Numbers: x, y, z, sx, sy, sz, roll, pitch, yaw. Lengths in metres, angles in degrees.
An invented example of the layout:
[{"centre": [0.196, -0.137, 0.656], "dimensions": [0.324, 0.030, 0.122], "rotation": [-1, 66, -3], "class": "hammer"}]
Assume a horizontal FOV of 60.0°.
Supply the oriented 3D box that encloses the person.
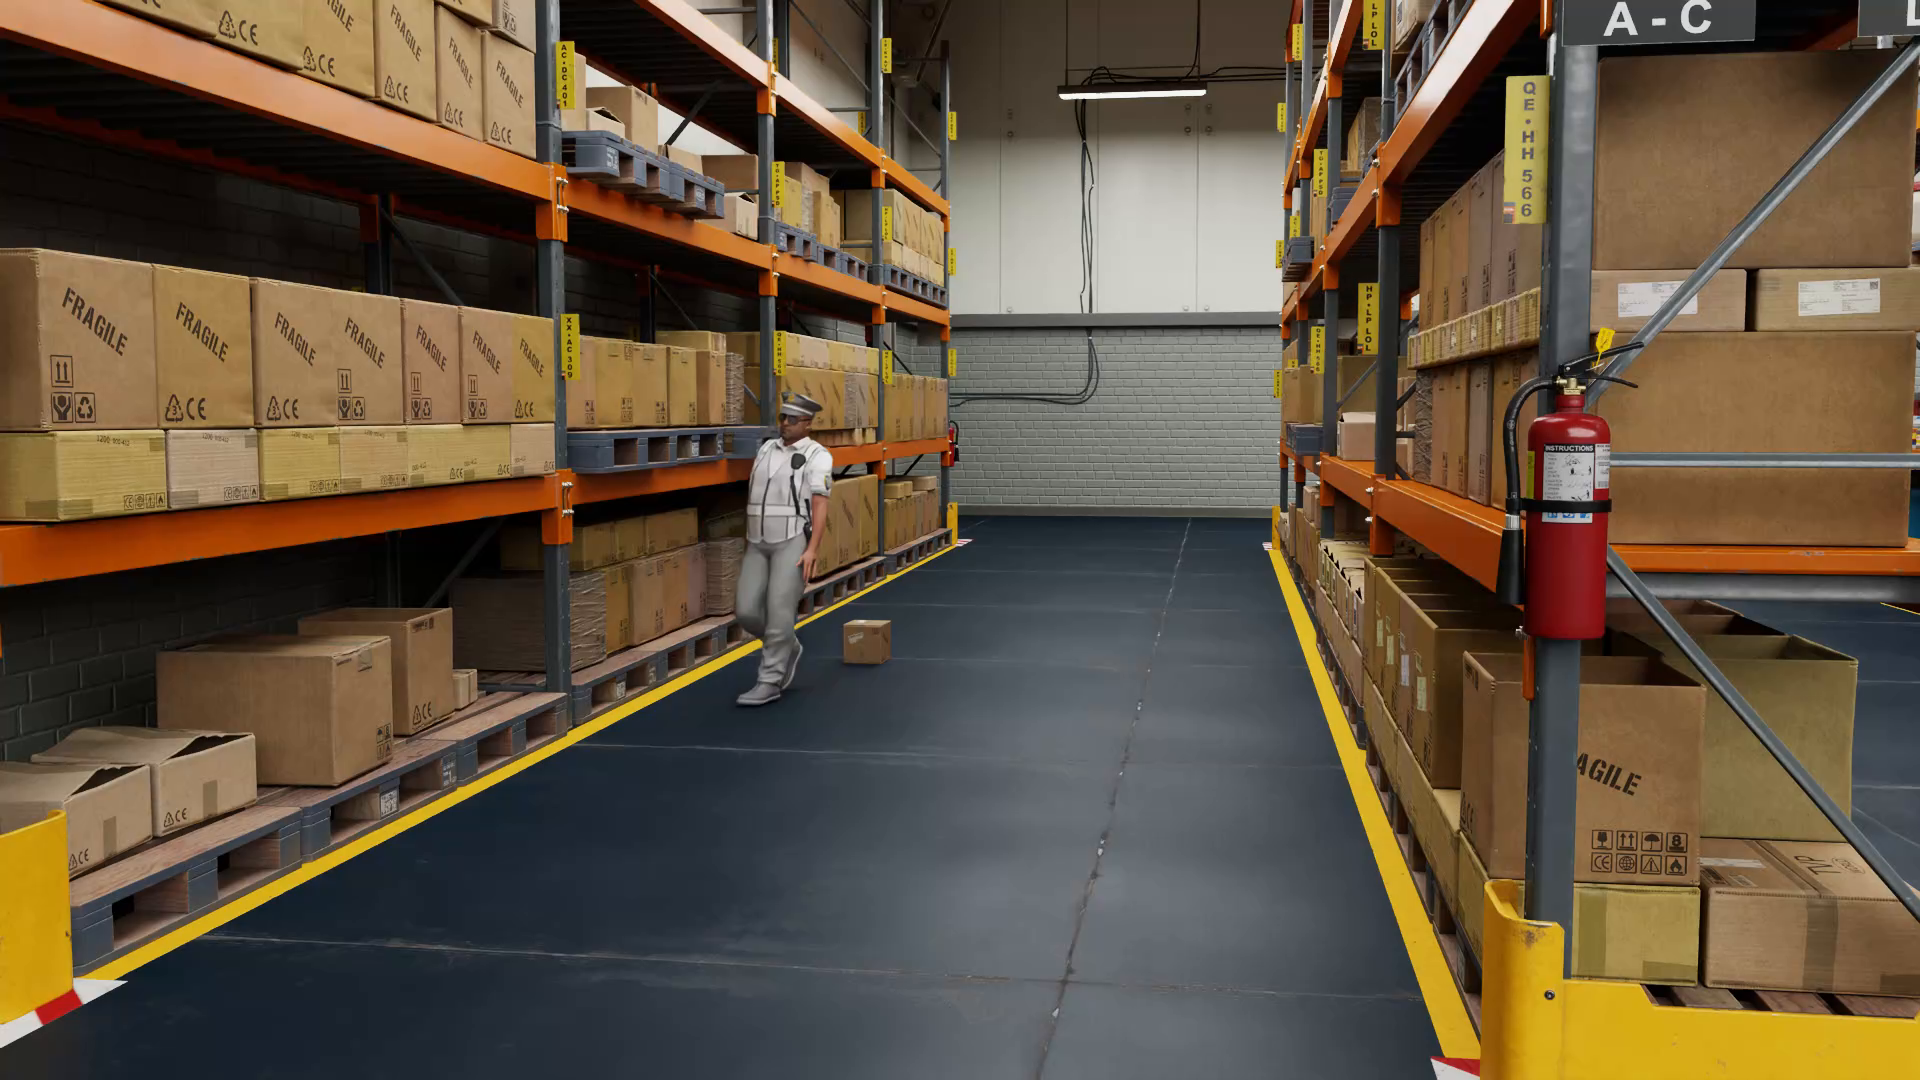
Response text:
[{"centre": [-1.059, 0.034, 9.374], "dimensions": [0.571, 1.736, 0.758], "rotation": [3, 5, 30], "class": "person"}]
